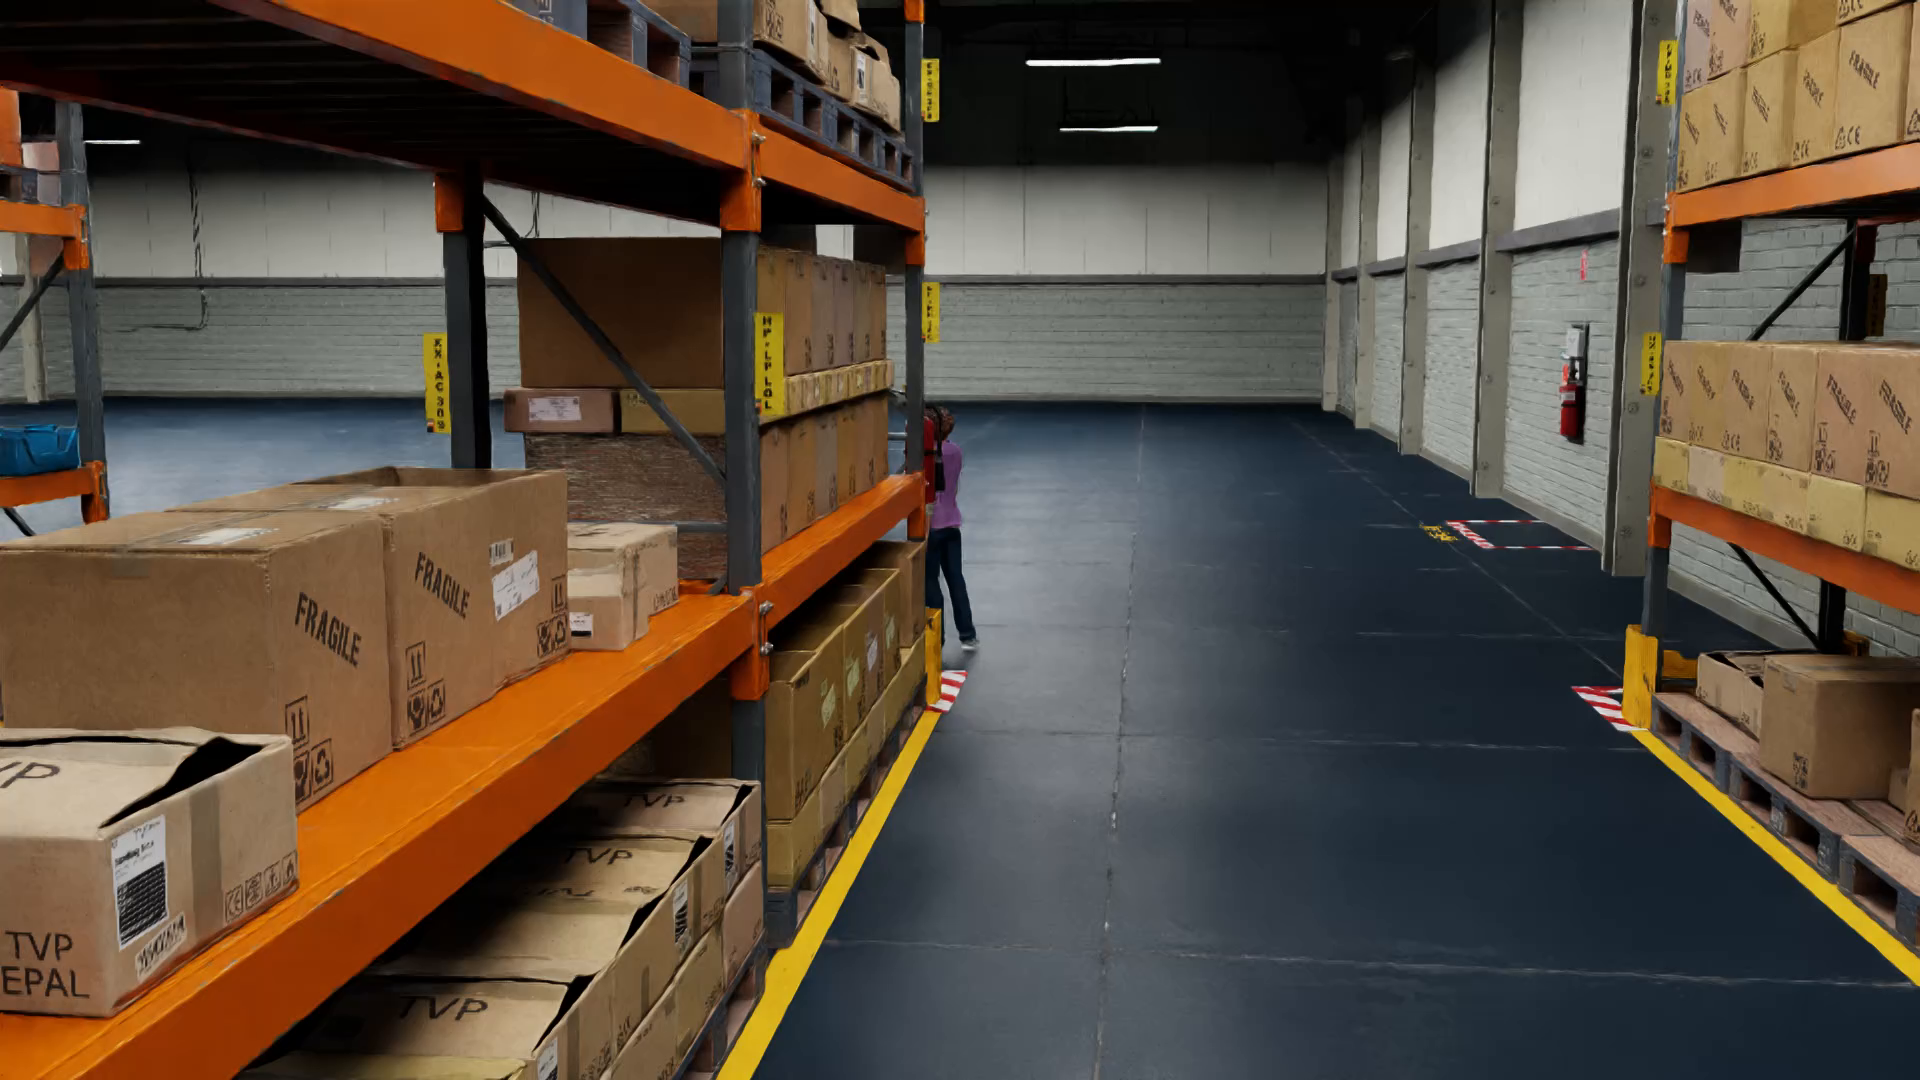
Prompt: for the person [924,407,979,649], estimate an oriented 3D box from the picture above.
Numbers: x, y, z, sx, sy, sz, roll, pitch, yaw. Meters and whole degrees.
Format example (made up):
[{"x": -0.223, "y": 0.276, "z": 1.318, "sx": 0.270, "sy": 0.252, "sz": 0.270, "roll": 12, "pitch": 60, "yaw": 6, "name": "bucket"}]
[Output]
[{"x": -0.106, "y": -0.062, "z": 10.683, "sx": 0.374, "sy": 1.597, "sz": 0.575, "roll": 5, "pitch": 9, "yaw": 33, "name": "person"}]
